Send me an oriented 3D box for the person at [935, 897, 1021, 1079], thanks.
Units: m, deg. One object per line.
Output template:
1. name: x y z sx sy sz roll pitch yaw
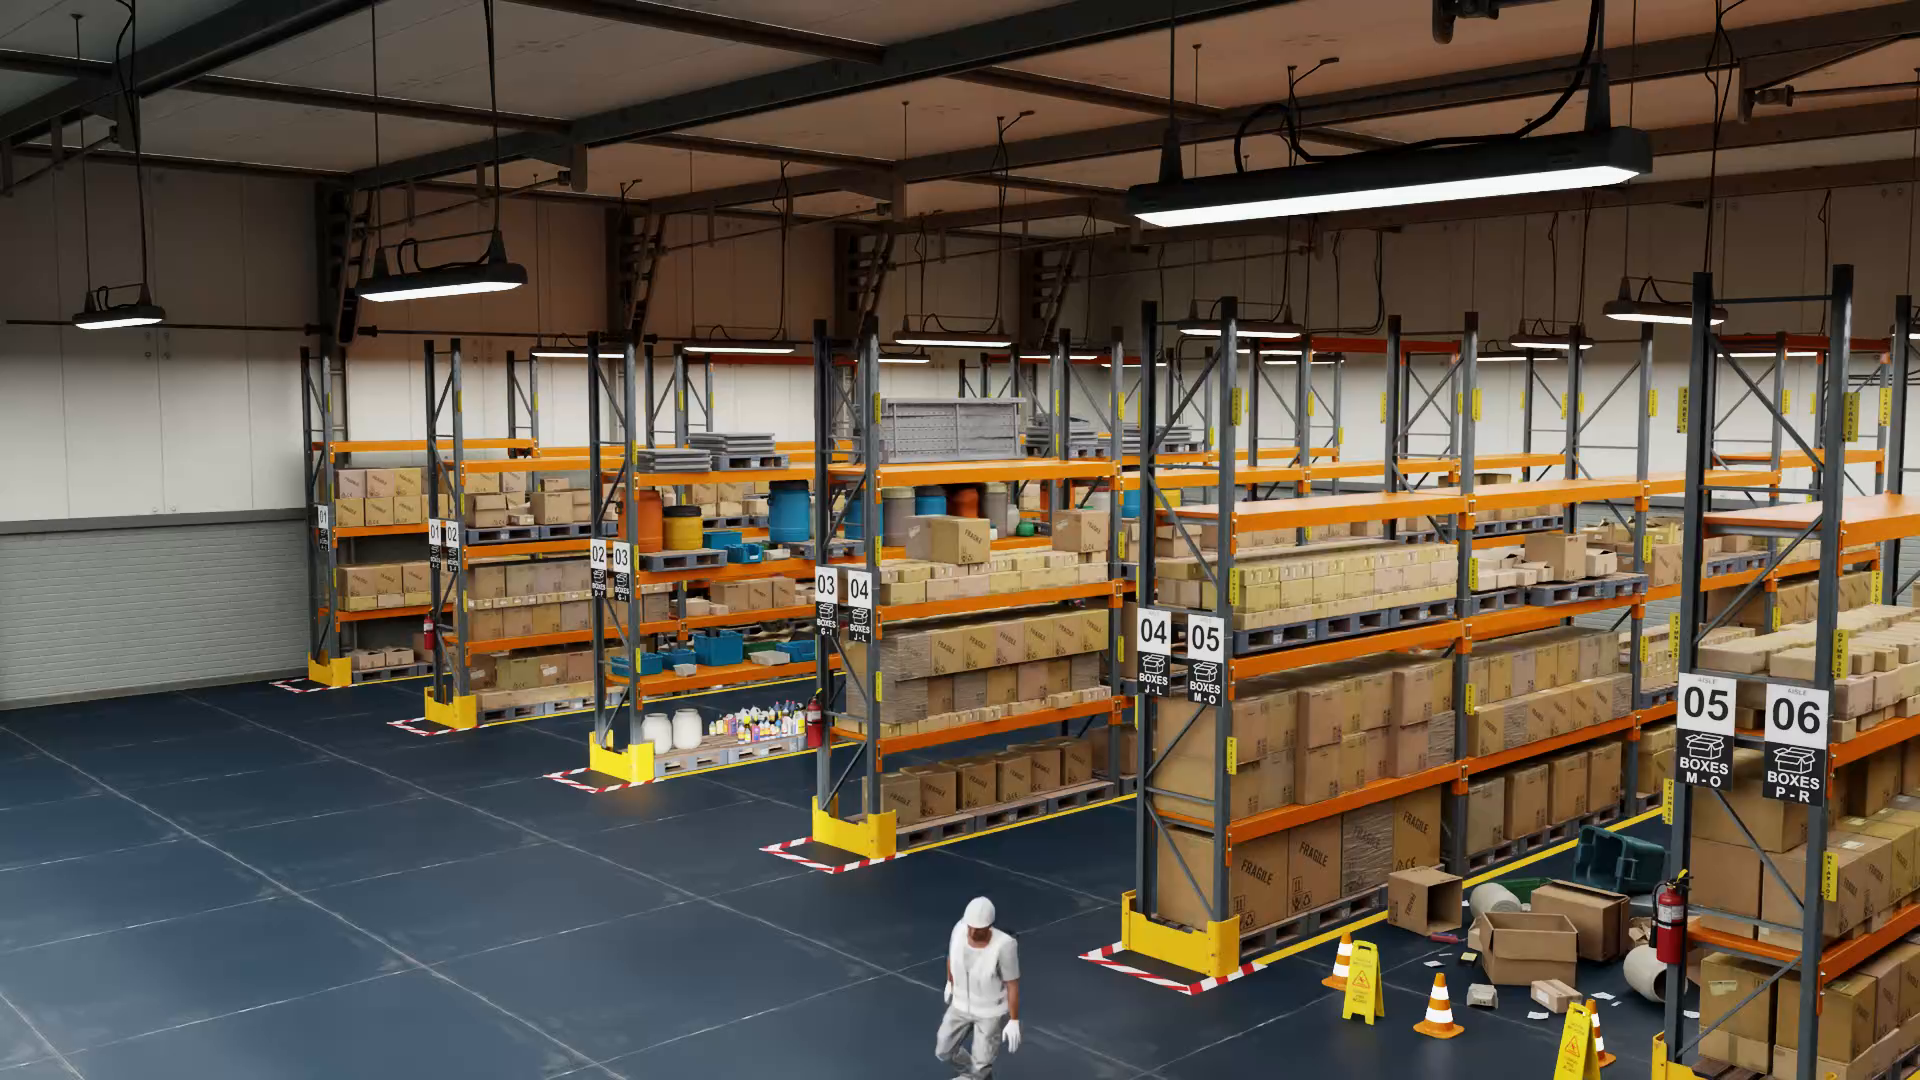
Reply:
1. person: 0.143 3.278 11.713 0.829 1.697 0.694 3 6 33

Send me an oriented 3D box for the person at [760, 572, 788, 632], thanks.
1. person: -3.789 1.339 33.875 0.648 1.767 0.721 3 6 31

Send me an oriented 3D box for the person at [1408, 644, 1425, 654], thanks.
1. person: 6.608 2.202 23.678 0.822 1.802 0.648 -3 6 -35
